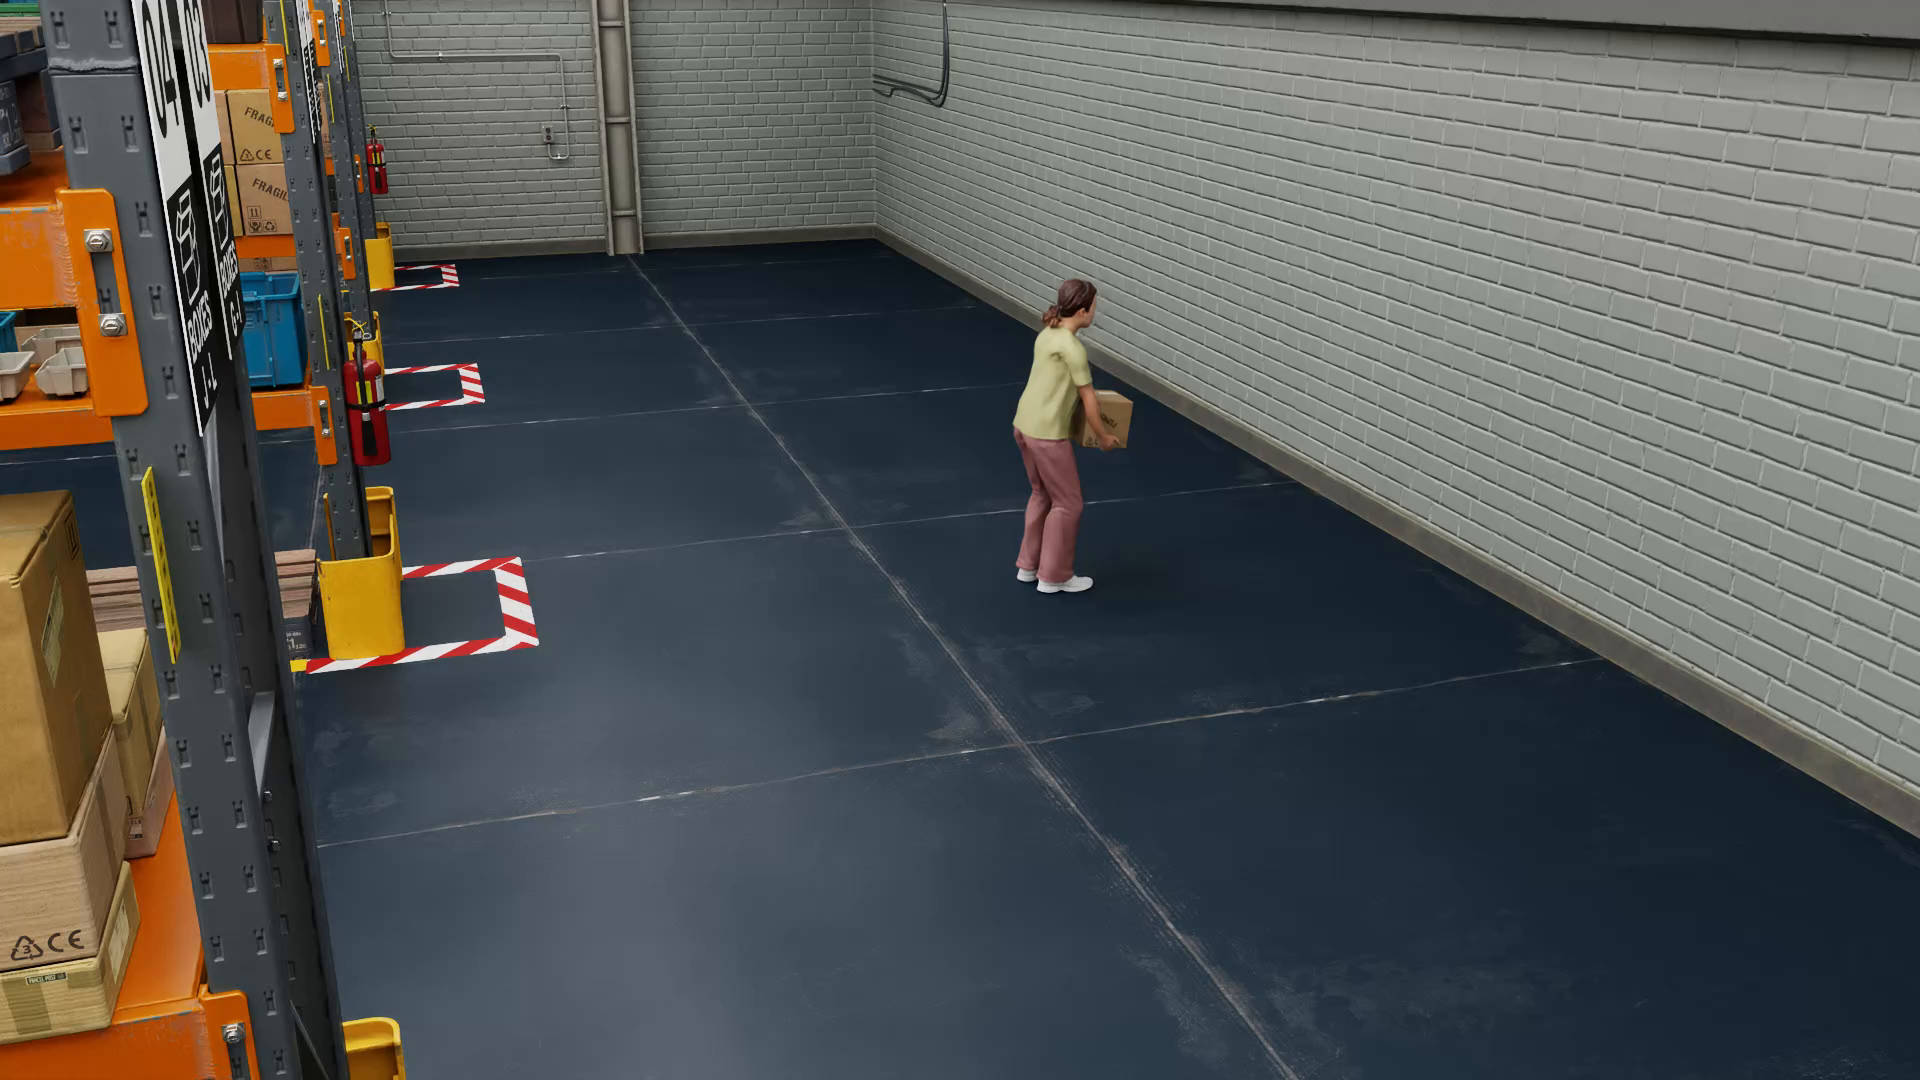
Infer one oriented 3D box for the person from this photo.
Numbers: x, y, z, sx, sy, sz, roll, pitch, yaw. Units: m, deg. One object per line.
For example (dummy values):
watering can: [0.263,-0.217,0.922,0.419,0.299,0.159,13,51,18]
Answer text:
person: [0.542,-0.543,8.676,0.522,1.644,0.408,-7,20,-18]
